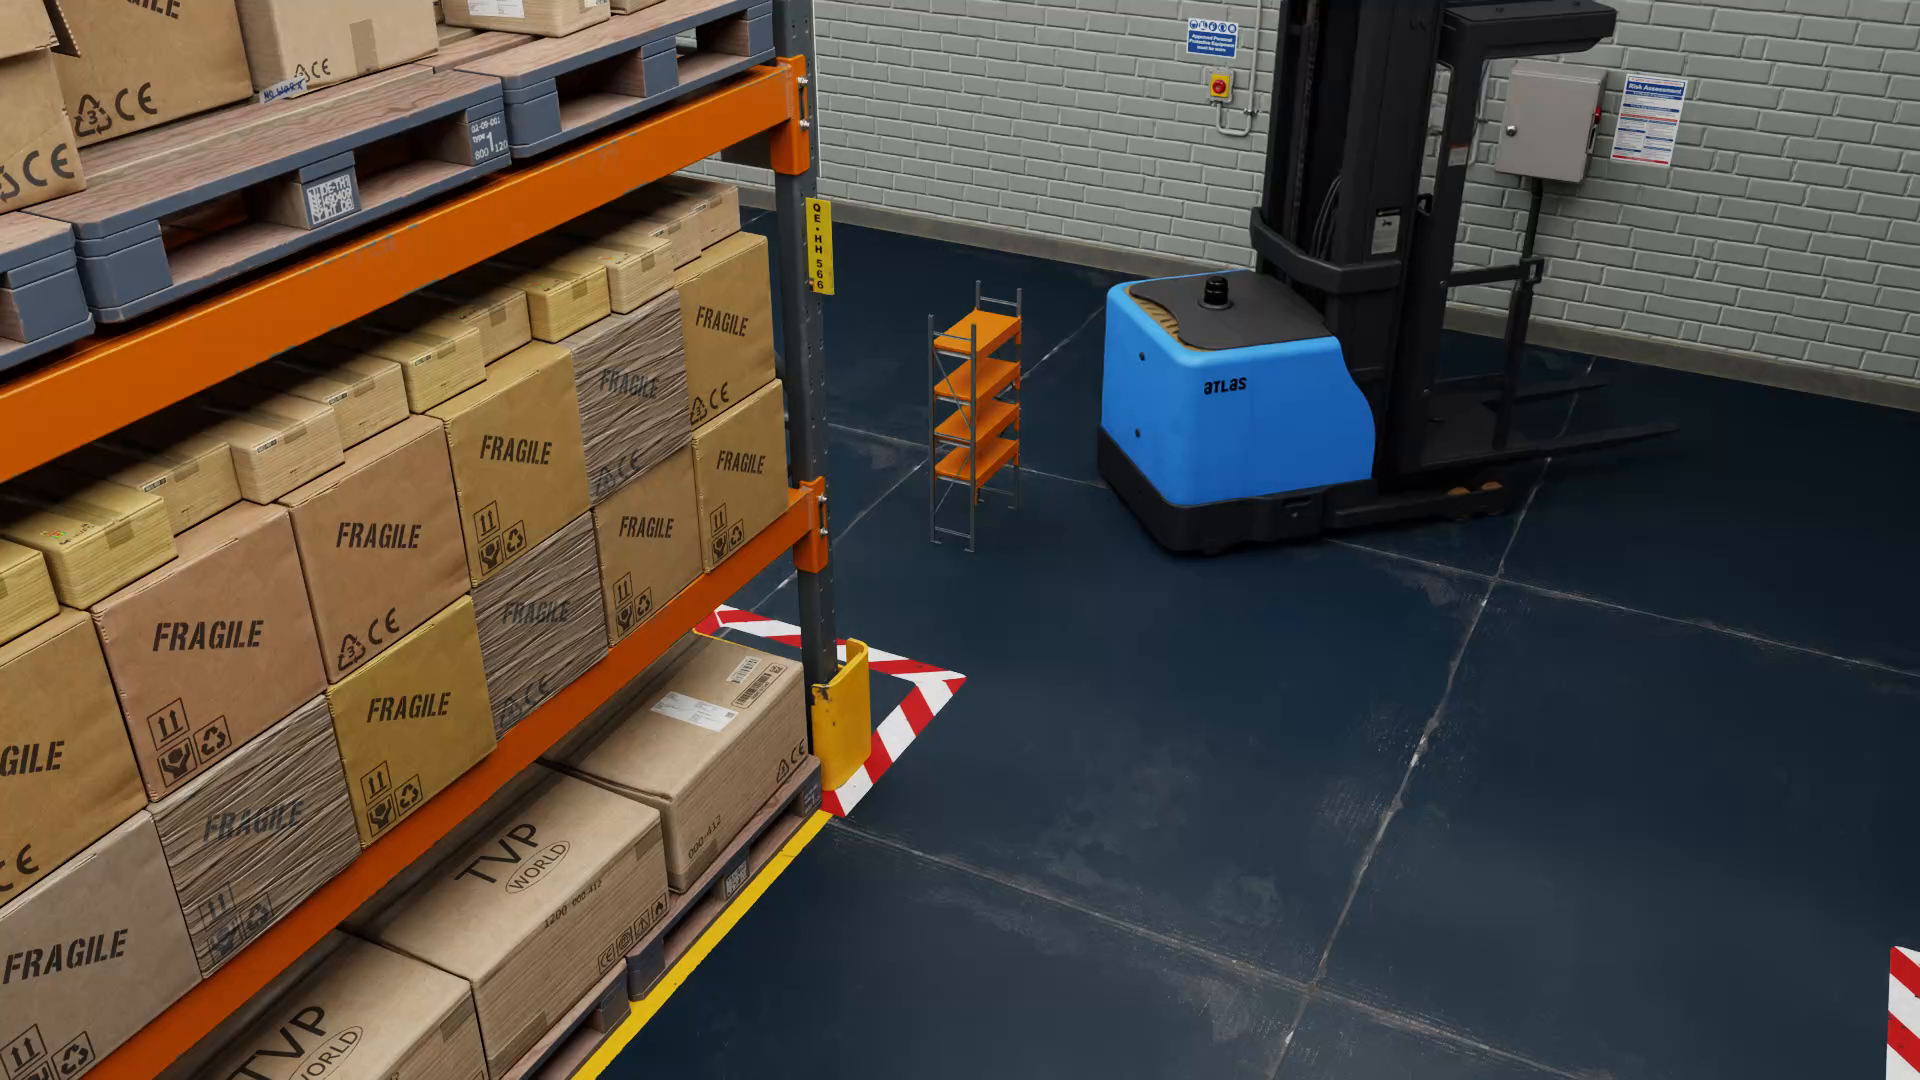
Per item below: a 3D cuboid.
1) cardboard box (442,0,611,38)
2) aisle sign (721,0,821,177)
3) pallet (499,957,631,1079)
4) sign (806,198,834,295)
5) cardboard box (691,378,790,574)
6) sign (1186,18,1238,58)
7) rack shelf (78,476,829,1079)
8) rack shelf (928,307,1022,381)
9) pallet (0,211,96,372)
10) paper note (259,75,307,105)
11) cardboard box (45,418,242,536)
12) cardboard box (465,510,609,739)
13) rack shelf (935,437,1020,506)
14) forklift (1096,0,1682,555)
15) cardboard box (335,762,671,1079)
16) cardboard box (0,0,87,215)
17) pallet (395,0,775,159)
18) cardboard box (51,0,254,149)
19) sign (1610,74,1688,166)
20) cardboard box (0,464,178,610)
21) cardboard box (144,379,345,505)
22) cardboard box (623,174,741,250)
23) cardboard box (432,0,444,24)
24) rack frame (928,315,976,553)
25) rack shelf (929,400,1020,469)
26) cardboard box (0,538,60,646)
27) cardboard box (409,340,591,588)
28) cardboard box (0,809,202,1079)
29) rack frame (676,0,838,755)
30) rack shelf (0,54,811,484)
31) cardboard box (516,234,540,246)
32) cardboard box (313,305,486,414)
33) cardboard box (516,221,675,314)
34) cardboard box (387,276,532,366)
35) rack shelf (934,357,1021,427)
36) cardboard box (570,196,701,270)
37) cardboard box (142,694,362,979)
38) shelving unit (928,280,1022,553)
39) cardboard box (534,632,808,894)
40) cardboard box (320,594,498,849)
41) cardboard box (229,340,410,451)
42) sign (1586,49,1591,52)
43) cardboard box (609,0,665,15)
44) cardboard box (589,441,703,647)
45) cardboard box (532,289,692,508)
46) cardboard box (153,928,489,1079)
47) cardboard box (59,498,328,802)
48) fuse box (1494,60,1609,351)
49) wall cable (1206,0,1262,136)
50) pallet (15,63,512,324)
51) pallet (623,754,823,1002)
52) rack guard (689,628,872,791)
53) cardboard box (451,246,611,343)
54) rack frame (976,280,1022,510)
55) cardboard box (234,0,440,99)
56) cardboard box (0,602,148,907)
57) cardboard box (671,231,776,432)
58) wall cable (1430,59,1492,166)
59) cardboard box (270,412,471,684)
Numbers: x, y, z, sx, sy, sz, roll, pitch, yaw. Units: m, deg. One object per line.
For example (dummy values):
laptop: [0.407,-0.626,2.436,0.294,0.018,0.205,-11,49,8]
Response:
cardboard box: [-1.191,-1.494,4.557,0.380,0.149,0.250,12,32,19]
aisle sign: [-0.637,-1.589,5.395,0.394,0.787,0.004,14,33,23]
pallet: [-1.797,1.620,5.217,1.003,0.211,1.213,14,33,23]
sign: [-0.469,-0.976,5.537,0.100,0.325,0.005,14,33,23]
cardboard box: [-0.930,-0.270,5.607,0.500,0.500,0.500,14,33,24]
sign: [1.587,-3.161,10.470,0.327,0.218,0.001,14,33,23]
rack shelf: [-1.857,0.698,4.744,1.077,0.370,4.000,14,33,23]
rack shelf: [0.075,-0.934,7.883,0.258,0.148,0.480,14,33,23]
pallet: [-2.386,-0.350,2.924,1.003,0.211,1.213,14,33,23]
paper note: [-1.385,-0.922,3.405,0.006,0.032,0.123,14,33,23]
cardboard box: [-1.856,-0.144,3.733,0.380,0.149,0.250,14,33,23]
cardboard box: [-1.398,0.180,4.825,0.500,0.500,0.500,15,33,25]
rack shelf: [0.075,-0.363,8.211,0.258,0.148,0.480,14,33,23]
forklift: [2.297,-1.612,8.115,3.031,2.935,1.130,-9,31,-15]
cardboard box: [-1.567,1.152,5.384,0.875,0.438,0.875,15,33,25]
cardboard box: [-2.182,-0.903,3.173,0.797,0.503,0.637,17,34,27]
pallet: [-1.275,-1.431,4.807,1.003,0.211,1.213,14,33,23]
cardboard box: [-1.998,-1.210,3.711,0.500,0.500,0.500,15,33,24]
sign: [3.940,-2.403,9.517,0.329,0.494,0.001,14,33,23]
cardboard box: [-1.897,-0.014,3.506,0.380,0.149,0.250,13,32,22]
cardboard box: [-1.683,-0.237,3.895,0.380,0.149,0.250,14,33,23]
cardboard box: [-0.931,-1.054,5.317,0.380,0.149,0.250,15,33,24]
cardboard box: [-1.646,-1.487,4.546,0.380,0.149,0.250,16,33,25]
rack frame: [-0.036,-0.486,7.891,0.240,1.200,0.015,14,33,23]
rack shelf: [0.075,-0.535,8.112,0.258,0.148,0.480,14,33,23]
cardboard box: [-2.044,0.097,3.313,0.380,0.149,0.250,14,33,23]
cardboard box: [-1.394,-0.253,4.573,0.500,0.500,0.500,14,33,23]
cardboard box: [-2.088,0.859,3.642,0.500,0.500,0.500,15,33,24]
rack frame: [-0.946,-0.500,6.109,1.000,3.000,0.127,14,33,23]
rack shelf: [-1.857,-0.602,3.997,1.077,0.370,4.000,14,33,23]
cardboard box: [-1.410,-1.032,5.278,0.380,0.149,0.250,15,33,24]
cardboard box: [-1.464,-0.476,4.311,0.380,0.149,0.250,15,33,24]
cardboard box: [-1.068,-0.802,4.879,0.380,0.149,0.250,14,33,23]
cardboard box: [-1.402,-0.600,4.527,0.380,0.149,0.250,14,33,23]
rack shelf: [0.075,-0.729,8.001,0.258,0.148,0.480,14,33,23]
cardboard box: [-1.025,-0.936,5.112,0.380,0.149,0.250,15,33,24]
cardboard box: [-1.856,0.640,4.023,0.500,0.500,0.500,15,33,24]
shelving unit: [0.075,-0.594,8.079,0.258,1.200,0.503,14,33,23]
cardboard box: [-1.158,0.744,6.093,0.875,0.438,0.875,13,32,22]
cardboard box: [-1.621,0.411,4.421,0.500,0.500,0.500,15,33,25]
cardboard box: [-1.600,-0.364,4.115,0.380,0.149,0.250,15,33,25]
sign: [3.451,-2.927,9.505,0.339,0.242,0.001,14,33,23]
cardboard box: [-1.071,-1.742,4.887,0.500,0.250,0.500,11,32,19]
cardboard box: [-1.172,-0.051,5.226,0.500,0.500,0.500,14,33,22]
cardboard box: [-1.166,-0.471,4.954,0.500,0.500,0.500,14,33,23]
cardboard box: [-1.979,1.551,4.688,0.875,0.438,0.875,13,32,22]
cardboard box: [-1.856,0.193,3.798,0.500,0.500,0.500,15,33,24]
fuse box: [3.406,-1.905,9.850,0.539,1.711,0.414,14,33,23]
wall cable: [1.602,-3.459,10.210,0.585,1.953,0.123,14,33,23]
pallet: [-1.829,-0.888,3.862,1.003,0.211,1.213,14,33,23]
pallet: [-1.241,1.081,6.155,1.003,0.211,1.213,14,33,23]
rack guard: [-0.935,0.573,6.750,1.175,0.500,0.348,14,33,23]
cardboard box: [-1.219,-0.700,4.701,0.380,0.149,0.250,15,33,24]
rack frame: [0.187,-0.702,8.267,0.240,1.200,0.015,14,33,23]
cardboard box: [-1.672,-1.336,4.119,0.500,0.311,0.500,15,33,24]
cardboard box: [-2.100,0.417,3.407,0.500,0.500,0.500,14,33,23]
cardboard box: [-0.954,-0.709,5.369,0.500,0.500,0.500,15,33,25]
wall cable: [2.870,-3.129,9.667,0.588,1.984,0.122,14,33,23]
cardboard box: [-1.625,-0.030,4.186,0.500,0.500,0.500,14,33,23]
